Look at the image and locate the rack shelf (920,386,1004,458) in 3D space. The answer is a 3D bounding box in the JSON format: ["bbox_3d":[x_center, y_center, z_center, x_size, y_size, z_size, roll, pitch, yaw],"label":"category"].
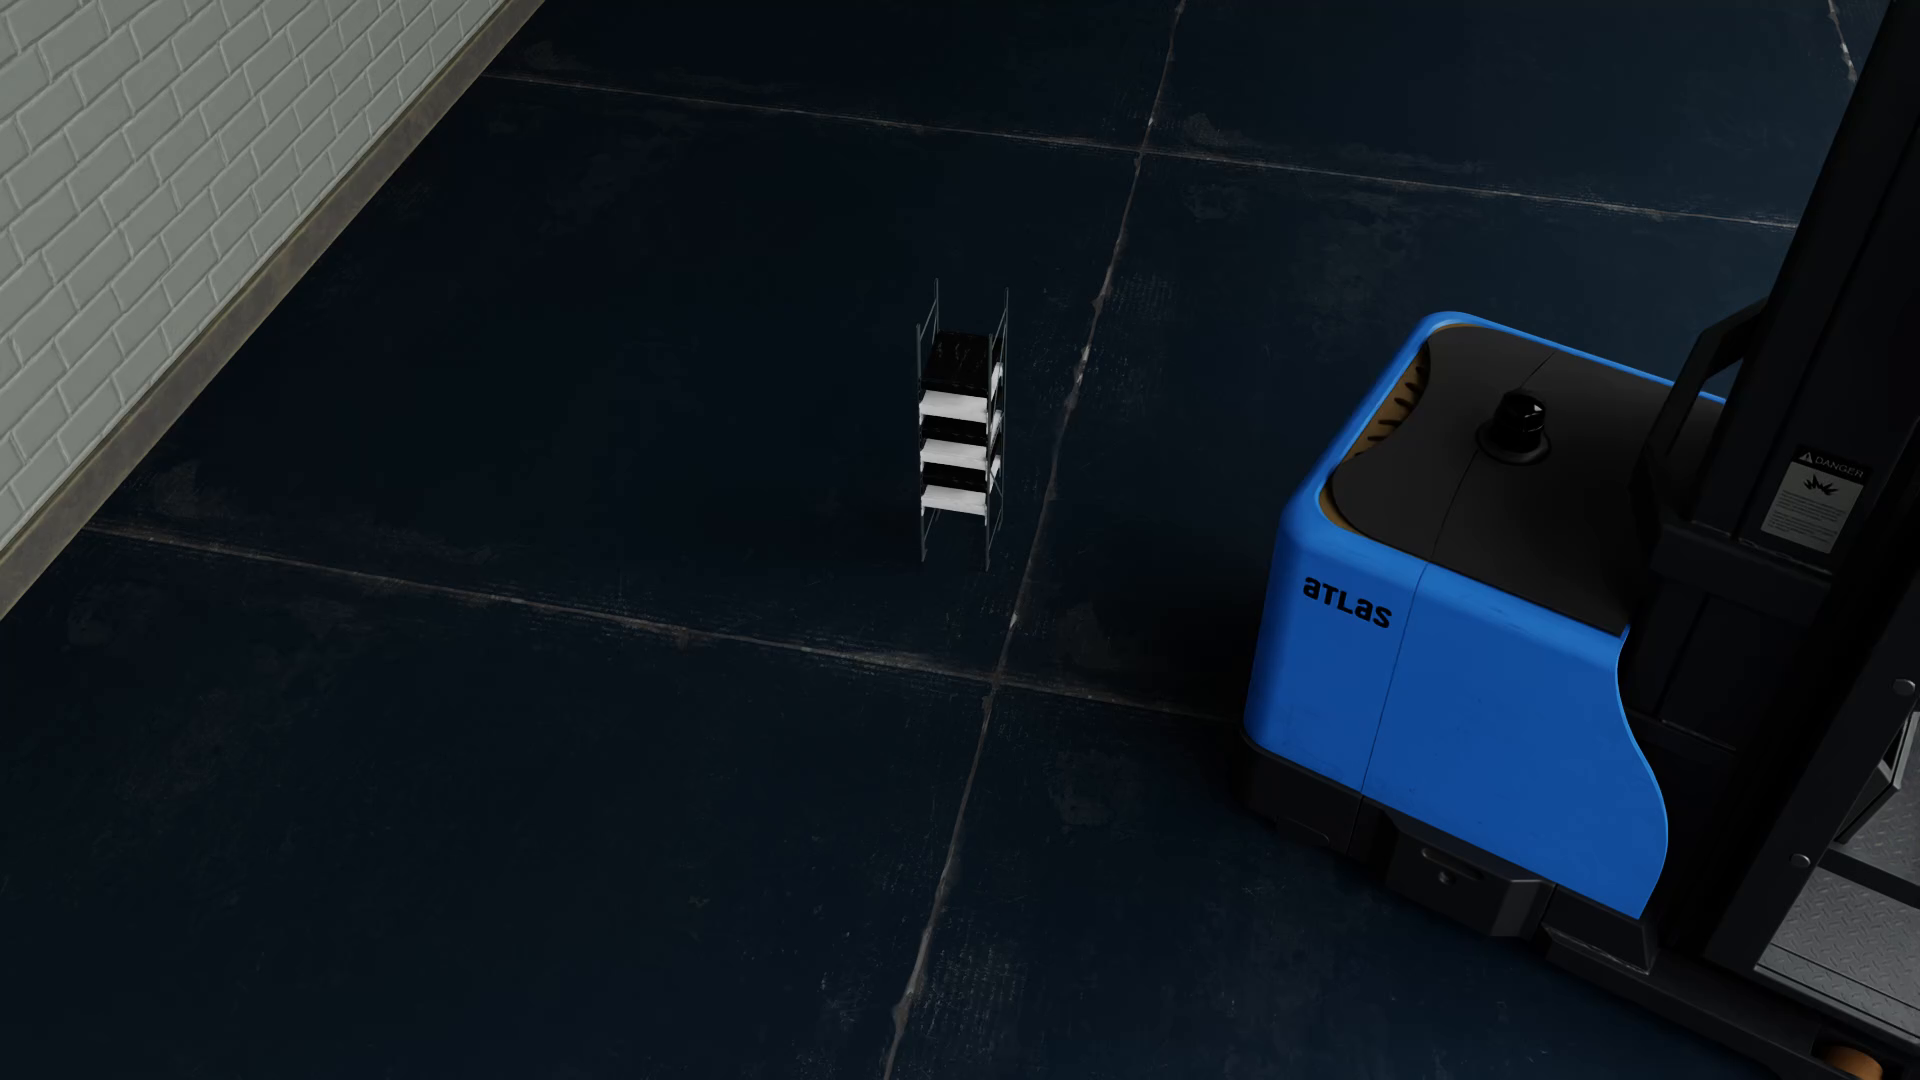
[{"bbox_3d":[0.008,-0.364,4.897,0.200,0.077,0.258,9,45,9],"label":"rack shelf"}]

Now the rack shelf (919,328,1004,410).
[{"bbox_3d":[0.008,-0.493,4.773,0.200,0.077,0.258,9,45,9],"label":"rack shelf"}]

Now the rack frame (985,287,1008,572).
[{"bbox_3d":[0.107,-0.308,4.921,0.006,0.900,0.240,9,45,9],"label":"rack frame"}]

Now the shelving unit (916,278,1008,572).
[{"bbox_3d":[0.008,-0.323,4.937,0.210,0.900,0.258,9,45,9],"label":"shelving unit"}]

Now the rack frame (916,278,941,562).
[{"bbox_3d":[-0.091,-0.338,4.953,0.006,0.900,0.240,9,45,9],"label":"rack frame"}]

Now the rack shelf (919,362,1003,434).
[{"bbox_3d":[0.008,-0.429,4.835,0.200,0.077,0.258,9,45,9],"label":"rack shelf"}]

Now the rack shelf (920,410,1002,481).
[{"bbox_3d":[0.008,-0.299,4.960,0.200,0.077,0.258,9,45,9],"label":"rack shelf"}]

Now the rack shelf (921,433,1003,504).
[{"bbox_3d":[0.008,-0.234,5.022,0.200,0.077,0.258,9,45,9],"label":"rack shelf"}]

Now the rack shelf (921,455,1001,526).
[{"bbox_3d":[0.008,-0.169,5.085,0.200,0.077,0.258,9,45,9],"label":"rack shelf"}]

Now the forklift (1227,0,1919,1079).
[{"bbox_3d":[2.238,-0.076,3.215,3.031,2.935,1.130,24,49,23],"label":"forklift"}]
